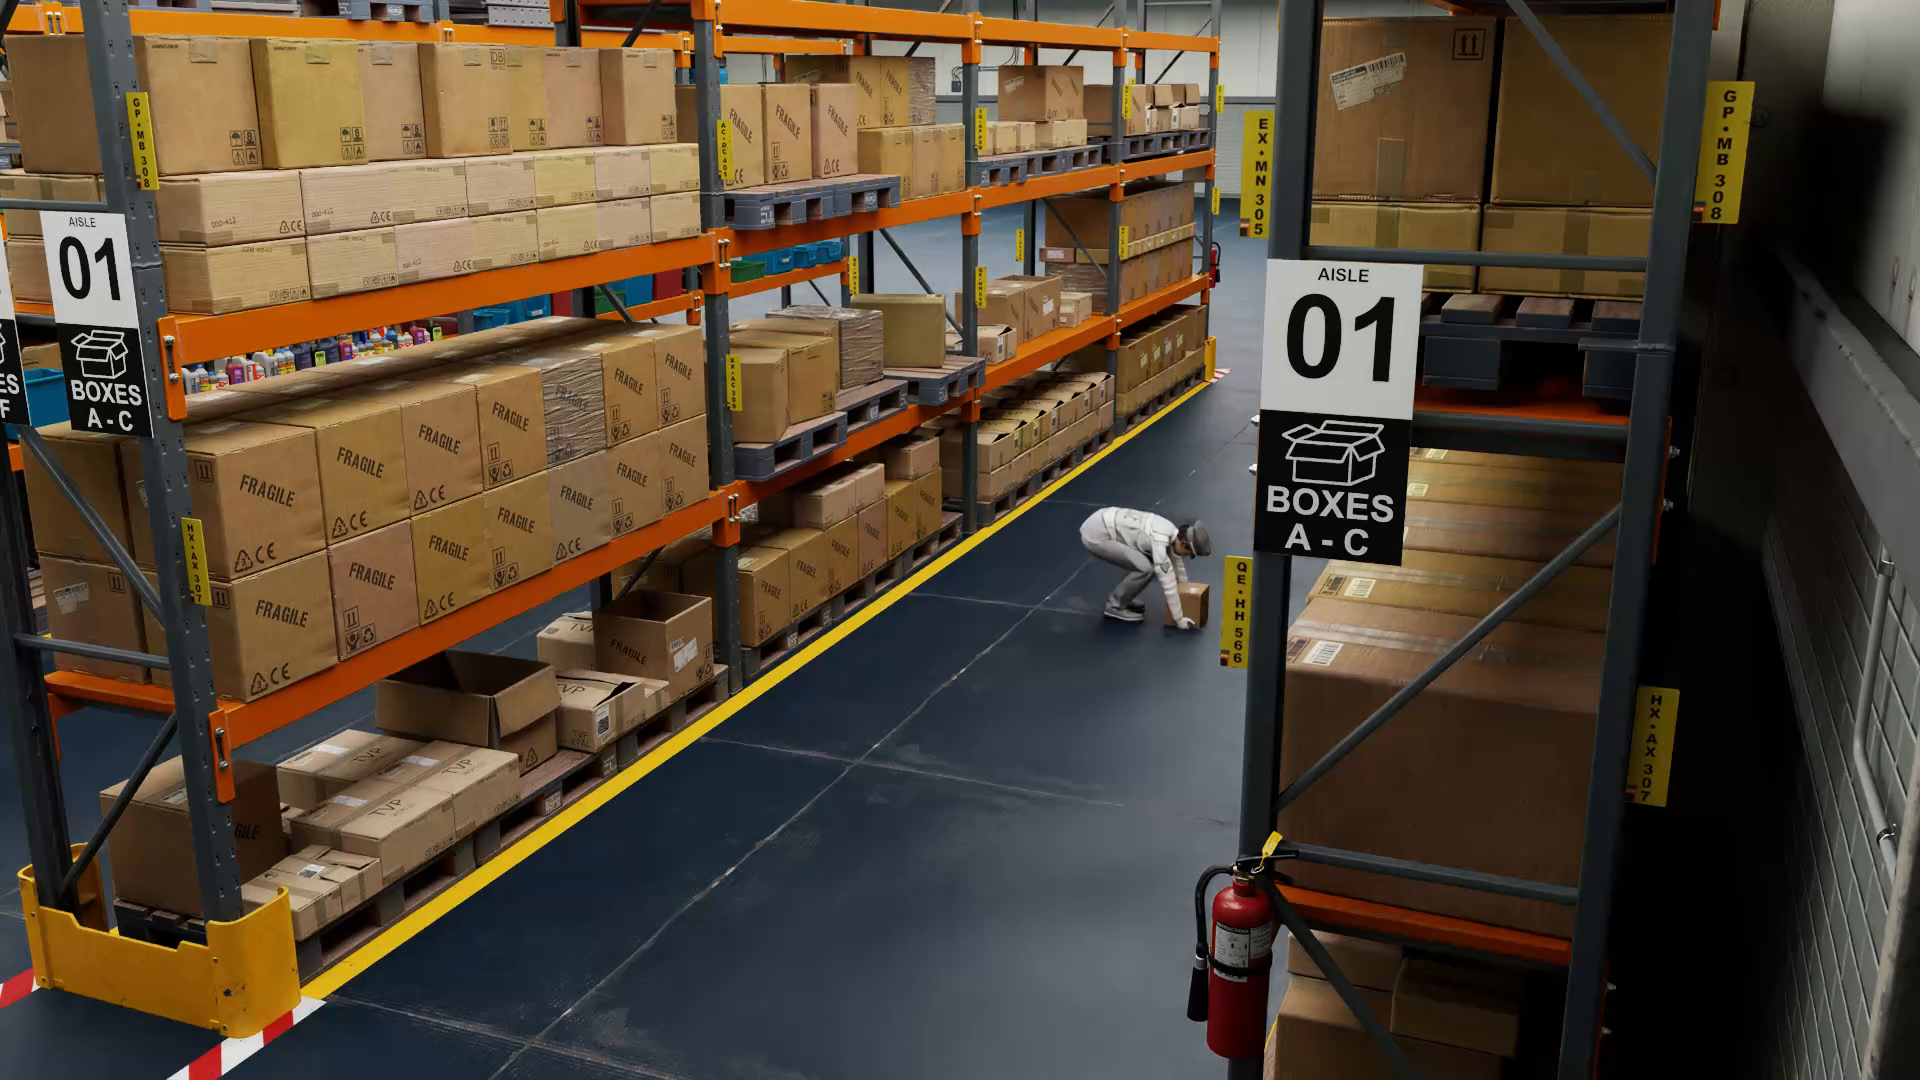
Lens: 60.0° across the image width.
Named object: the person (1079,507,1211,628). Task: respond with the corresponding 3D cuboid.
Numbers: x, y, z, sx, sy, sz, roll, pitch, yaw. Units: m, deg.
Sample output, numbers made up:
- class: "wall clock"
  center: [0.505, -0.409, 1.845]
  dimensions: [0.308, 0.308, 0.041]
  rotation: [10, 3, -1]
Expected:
- class: "person"
  center: [1.294, 0.180, 11.595]
  dimensions: [0.898, 0.791, 0.457]
  rotation: [5, 16, 19]
